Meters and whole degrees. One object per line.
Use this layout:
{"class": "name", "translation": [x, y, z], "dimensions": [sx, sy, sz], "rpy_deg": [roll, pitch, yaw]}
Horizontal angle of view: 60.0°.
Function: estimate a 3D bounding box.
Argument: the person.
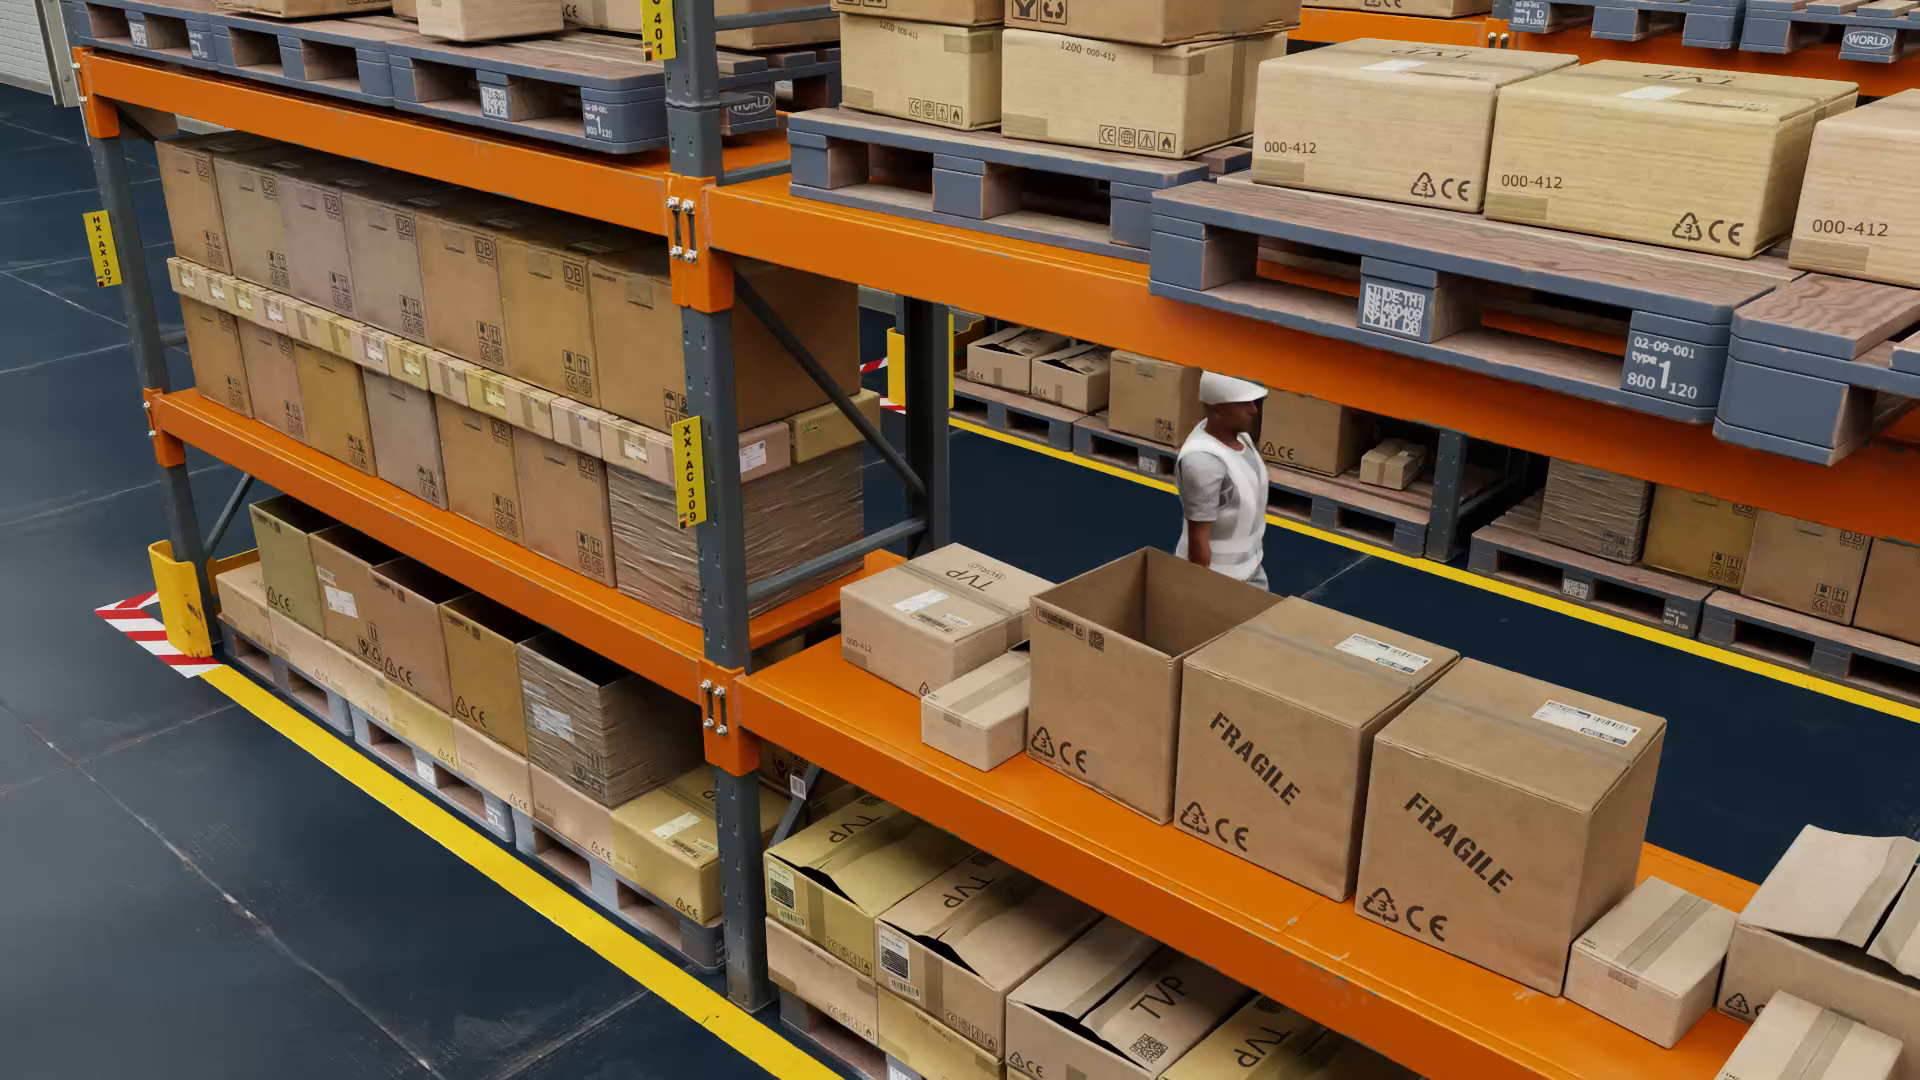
{"class": "person", "translation": [1.177, 0.145, 6.717], "dimensions": [0.653, 1.778, 0.578], "rpy_deg": [11, 26, 23]}
